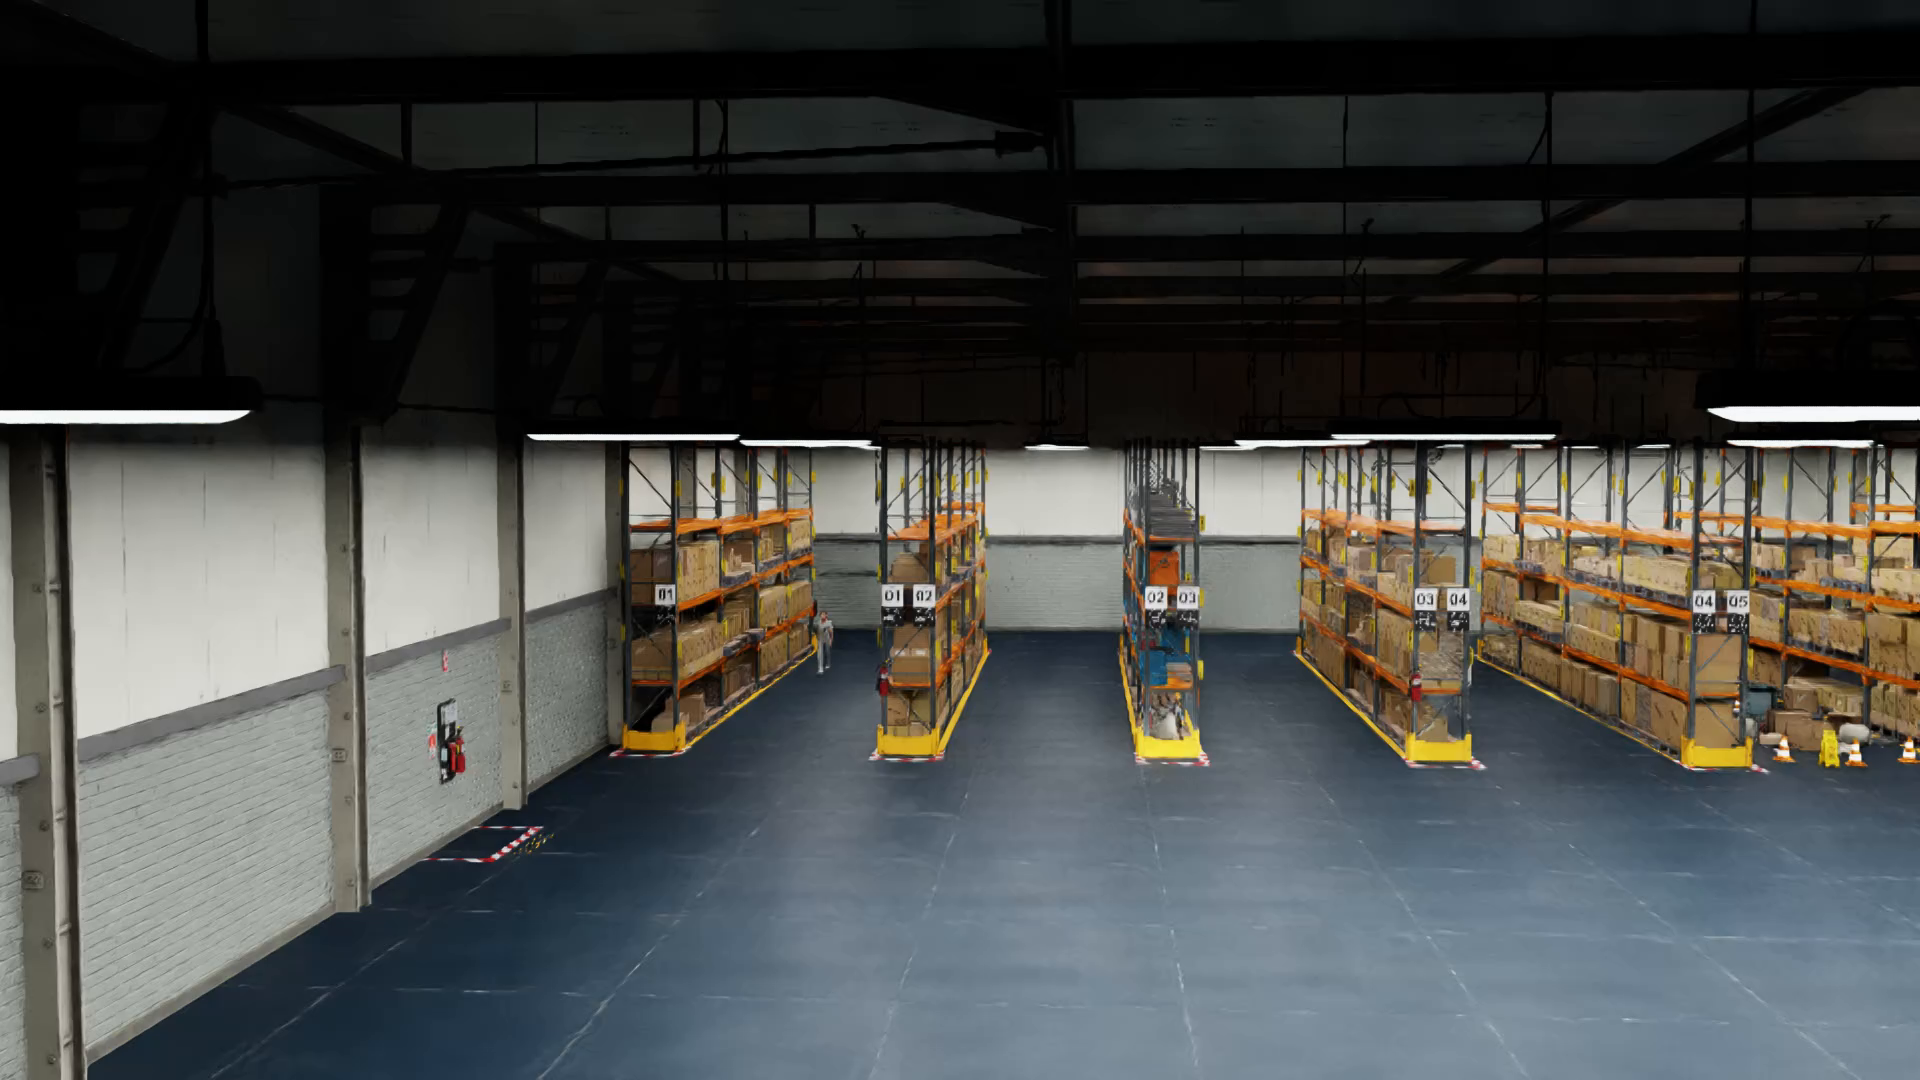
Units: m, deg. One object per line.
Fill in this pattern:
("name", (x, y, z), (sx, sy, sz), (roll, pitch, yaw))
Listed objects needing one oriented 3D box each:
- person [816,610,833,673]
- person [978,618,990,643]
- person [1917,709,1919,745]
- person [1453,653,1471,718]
("person", (-3.502, 2.609, 43.059), (0.453, 1.612, 1.019), (0, 3, 3))
("person", (0.477, 2.241, 49.351), (0.584, 1.695, 0.926), (-1, 3, -23))
("person", (16.640, 3.459, 28.430), (0.474, 1.482, 0.472), (3, 4, 44))
("person", (10.799, 2.963, 35.708), (0.416, 1.677, 0.537), (-1, 3, -25))
